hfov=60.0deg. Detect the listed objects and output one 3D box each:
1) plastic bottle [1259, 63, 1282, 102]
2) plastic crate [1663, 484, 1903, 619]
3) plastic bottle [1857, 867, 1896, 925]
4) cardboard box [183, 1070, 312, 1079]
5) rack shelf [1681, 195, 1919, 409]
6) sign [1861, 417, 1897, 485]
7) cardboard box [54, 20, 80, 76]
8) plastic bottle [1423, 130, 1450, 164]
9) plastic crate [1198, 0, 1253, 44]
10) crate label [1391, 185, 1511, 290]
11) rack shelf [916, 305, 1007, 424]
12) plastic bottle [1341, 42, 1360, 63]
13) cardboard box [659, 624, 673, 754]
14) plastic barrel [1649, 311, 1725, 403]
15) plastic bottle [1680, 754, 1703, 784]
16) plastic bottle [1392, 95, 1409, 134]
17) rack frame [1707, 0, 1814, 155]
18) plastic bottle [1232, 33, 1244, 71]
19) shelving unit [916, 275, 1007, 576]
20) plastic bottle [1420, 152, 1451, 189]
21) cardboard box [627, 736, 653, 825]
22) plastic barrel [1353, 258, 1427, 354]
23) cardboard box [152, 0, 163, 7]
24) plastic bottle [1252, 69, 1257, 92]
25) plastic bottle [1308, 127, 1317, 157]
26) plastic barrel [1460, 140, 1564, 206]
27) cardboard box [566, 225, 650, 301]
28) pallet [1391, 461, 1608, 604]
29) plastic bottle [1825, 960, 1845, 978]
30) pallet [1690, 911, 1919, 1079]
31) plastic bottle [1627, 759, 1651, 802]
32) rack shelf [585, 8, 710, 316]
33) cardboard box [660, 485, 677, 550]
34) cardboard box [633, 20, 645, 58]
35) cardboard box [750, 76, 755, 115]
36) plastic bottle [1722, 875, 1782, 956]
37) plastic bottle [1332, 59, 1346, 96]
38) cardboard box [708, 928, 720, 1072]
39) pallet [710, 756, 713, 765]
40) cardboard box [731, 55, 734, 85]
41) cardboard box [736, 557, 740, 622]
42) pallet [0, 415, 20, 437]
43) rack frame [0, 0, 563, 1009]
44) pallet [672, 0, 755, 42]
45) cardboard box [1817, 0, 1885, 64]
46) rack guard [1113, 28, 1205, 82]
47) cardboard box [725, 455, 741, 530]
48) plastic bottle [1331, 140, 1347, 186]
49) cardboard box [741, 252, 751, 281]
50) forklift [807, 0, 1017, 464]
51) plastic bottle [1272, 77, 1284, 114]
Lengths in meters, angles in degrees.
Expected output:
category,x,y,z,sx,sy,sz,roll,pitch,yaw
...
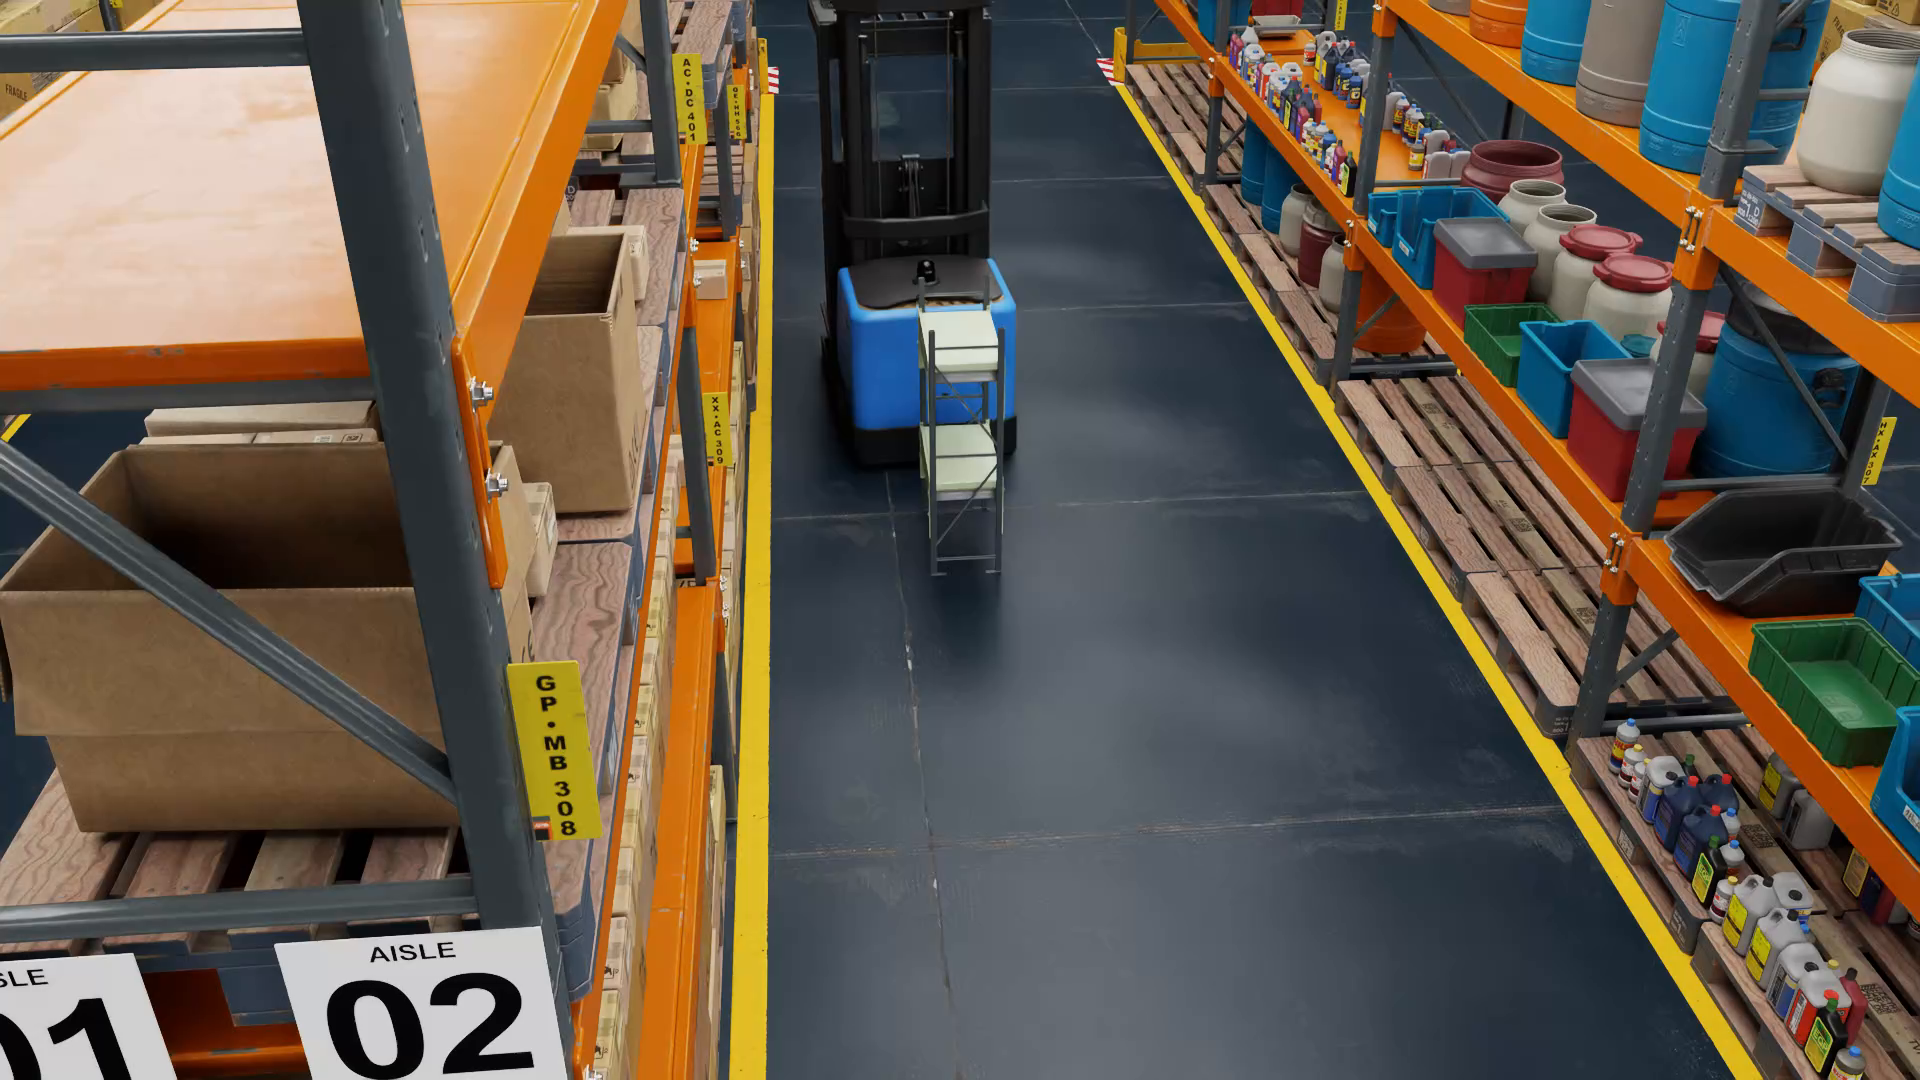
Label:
category,x,y,z,sx,sy,sz,roll,pitch,yaw
plastic bottle,2.415,-3.547,12.884,0.152,0.276,0.135,-3,31,-5
plastic crate,3.334,0.057,6.790,0.767,0.338,0.504,-3,31,-5
plastic bottle,3.712,1.401,6.700,0.061,0.283,0.133,-3,31,-5
cardboard box,-1.182,1.169,3.505,0.700,0.500,0.500,-3,31,-4
rack shelf,3.599,-0.201,4.937,1.077,0.370,4.000,-3,31,-5
sign,3.960,-0.382,7.195,0.100,0.325,0.005,-3,31,-5
cardboard box,-6.848,-3.548,12.358,0.500,0.500,0.500,-3,31,-4
plastic bottle,3.276,-2.704,11.474,0.152,0.276,0.135,-3,31,-5
plastic crate,2.281,-4.568,14.430,0.392,0.384,0.575,-3,31,-5
crate label,2.862,-1.780,9.771,0.502,0.435,0.616,-3,31,-5
rack shelf,0.001,-0.976,9.160,0.431,0.370,0.720,-3,31,-5
plastic bottle,3.093,-3.758,13.165,0.144,0.351,0.185,-3,31,-5
cardboard box,-1.417,0.445,5.983,0.700,0.500,0.500,-3,31,-5
plastic barrel,3.541,-0.800,8.032,0.433,0.535,0.433,0,31,0
plastic bottle,3.168,1.077,7.243,0.061,0.283,0.133,-3,31,-5
plastic bottle,3.228,-3.116,12.168,0.097,0.271,0.097,0,31,0
rack frame,3.412,-2.818,5.693,1.000,3.000,0.127,-3,31,-5
plastic bottle,2.286,-4.001,13.638,0.061,0.283,0.133,-3,31,-5
shelving unit,0.001,-0.640,9.360,0.431,1.500,0.755,-3,31,-5
plastic bottle,3.168,-2.461,11.066,0.152,0.276,0.135,-3,31,-5
cardboard box,-1.112,0.718,4.893,0.380,0.149,0.250,-2,31,-4
plastic barrel,2.975,-1.782,11.516,0.600,0.830,0.708,-3,31,-5
cardboard box,-7.297,-4.632,14.287,0.980,0.700,0.700,-4,31,-6
plastic bottle,2.364,-3.641,13.114,0.097,0.201,0.097,0,31,0
plastic bottle,2.516,-2.812,11.727,0.097,0.201,0.097,0,31,0
plastic barrel,3.383,-2.121,10.243,0.600,0.536,0.708,-3,31,-5
cardboard box,-1.135,-0.825,4.980,0.380,0.149,0.250,-3,31,-5
pallet,3.183,-0.069,9.660,1.003,0.211,1.213,-3,31,-5
plastic bottle,3.291,1.679,6.314,0.097,0.201,0.097,0,31,0
pallet,3.550,1.924,6.324,1.003,0.211,1.213,-3,31,-5
plastic bottle,3.024,1.057,7.355,0.097,0.201,0.097,0,31,0
rack shelf,-1.707,-2.007,7.962,1.077,0.370,4.000,-3,31,-5
cardboard box,-1.261,-0.074,6.219,0.380,0.149,0.250,-3,31,-6
cardboard box,-1.638,-2.390,7.638,0.500,0.250,0.500,-5,31,-9
cardboard box,-2.287,-4.390,16.427,0.500,0.250,0.500,-3,31,-5
plastic bottle,3.131,1.451,6.550,0.144,0.351,0.185,-3,31,-5
plastic bottle,2.982,-3.627,13.022,0.097,0.271,0.097,0,31,0
cardboard box,-1.161,1.729,6.202,0.500,0.250,0.500,-3,31,-5
pallet,-1.628,0.816,8.179,1.003,0.211,1.213,-3,31,-5
cardboard box,-2.041,-3.416,12.037,0.700,0.500,0.500,-11,32,-17
cardboard box,-1.409,0.250,8.679,0.500,0.250,0.500,-4,31,-6
pallet,-6.824,-1.019,11.251,1.003,0.211,1.213,-3,31,-5
rack frame,-1.147,-0.541,1.880,1.000,3.000,0.127,-3,31,-5
pallet,-1.742,-2.914,8.963,1.213,0.211,1.003,-1,31,-2
cardboard box,7.437,-4.104,13.598,0.500,0.500,0.500,-3,31,-5
rack guard,2.275,-5.308,18.149,1.175,0.500,0.348,-3,31,-5
cardboard box,-1.456,-0.256,8.978,0.500,0.311,0.500,-2,31,-3
plastic bottle,2.554,-2.539,11.189,0.061,0.283,0.133,-3,31,-5
cardboard box,-1.707,-1.678,11.644,0.500,0.500,0.500,-4,31,-6
forklift,-0.388,-2.471,11.030,1.130,2.935,3.031,-5,31,-8
plastic bottle,2.420,-3.366,12.585,0.097,0.271,0.097,0,31,0
